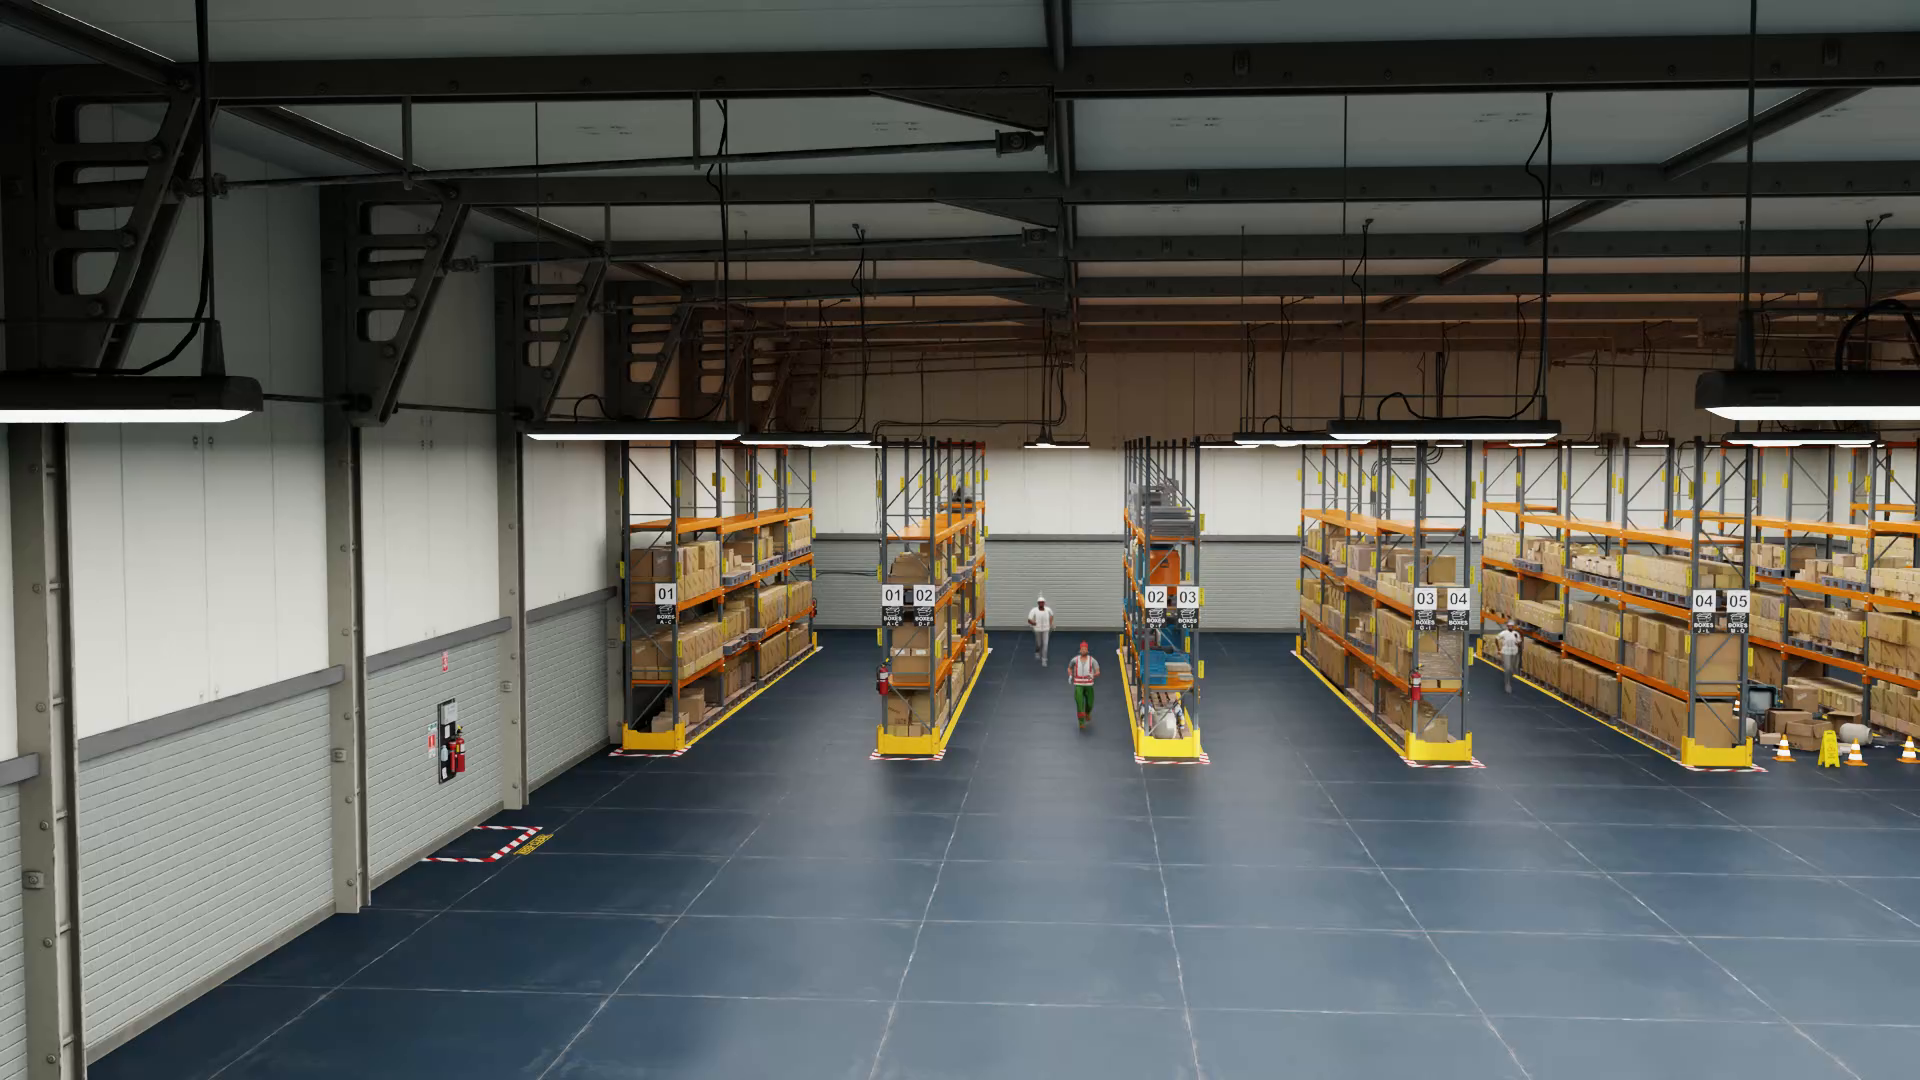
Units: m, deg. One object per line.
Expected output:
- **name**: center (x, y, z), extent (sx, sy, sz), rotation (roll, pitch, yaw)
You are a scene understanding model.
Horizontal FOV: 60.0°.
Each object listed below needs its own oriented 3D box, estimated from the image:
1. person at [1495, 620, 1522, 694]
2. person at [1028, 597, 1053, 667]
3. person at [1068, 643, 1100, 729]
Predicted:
- **person**: center (13.080, 2.747, 39.588), extent (0.546, 1.719, 0.770), rotation (0, 3, -5)
- **person**: center (2.116, 2.365, 43.280), extent (0.700, 1.771, 0.963), rotation (0, 3, -6)
- **person**: center (2.555, 3.004, 34.384), extent (0.669, 1.760, 0.868), rotation (0, 3, 5)
